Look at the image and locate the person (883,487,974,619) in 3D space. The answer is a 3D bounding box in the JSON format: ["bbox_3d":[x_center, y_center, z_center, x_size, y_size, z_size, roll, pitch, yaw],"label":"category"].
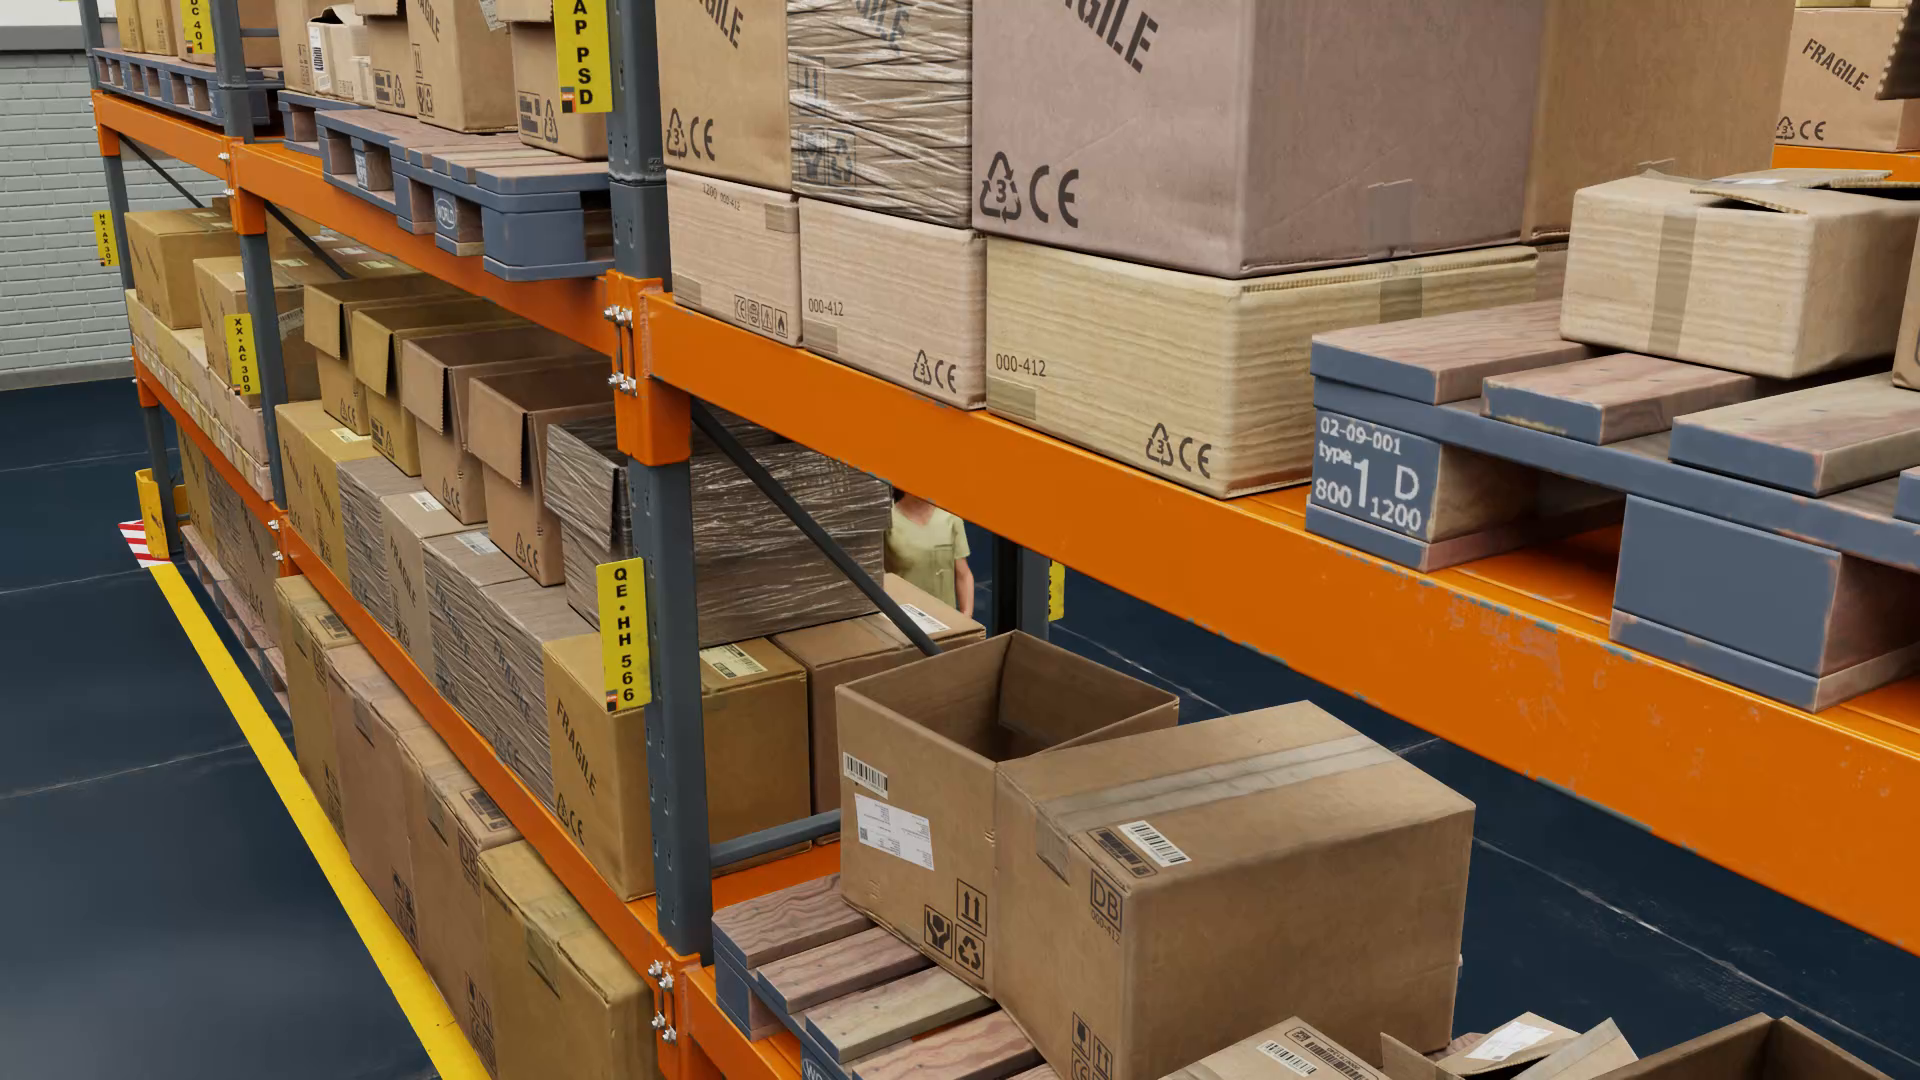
[{"bbox_3d":[-0.122,0.434,6.803,0.467,1.629,0.774,-6,19,-17],"label":"person"}]
